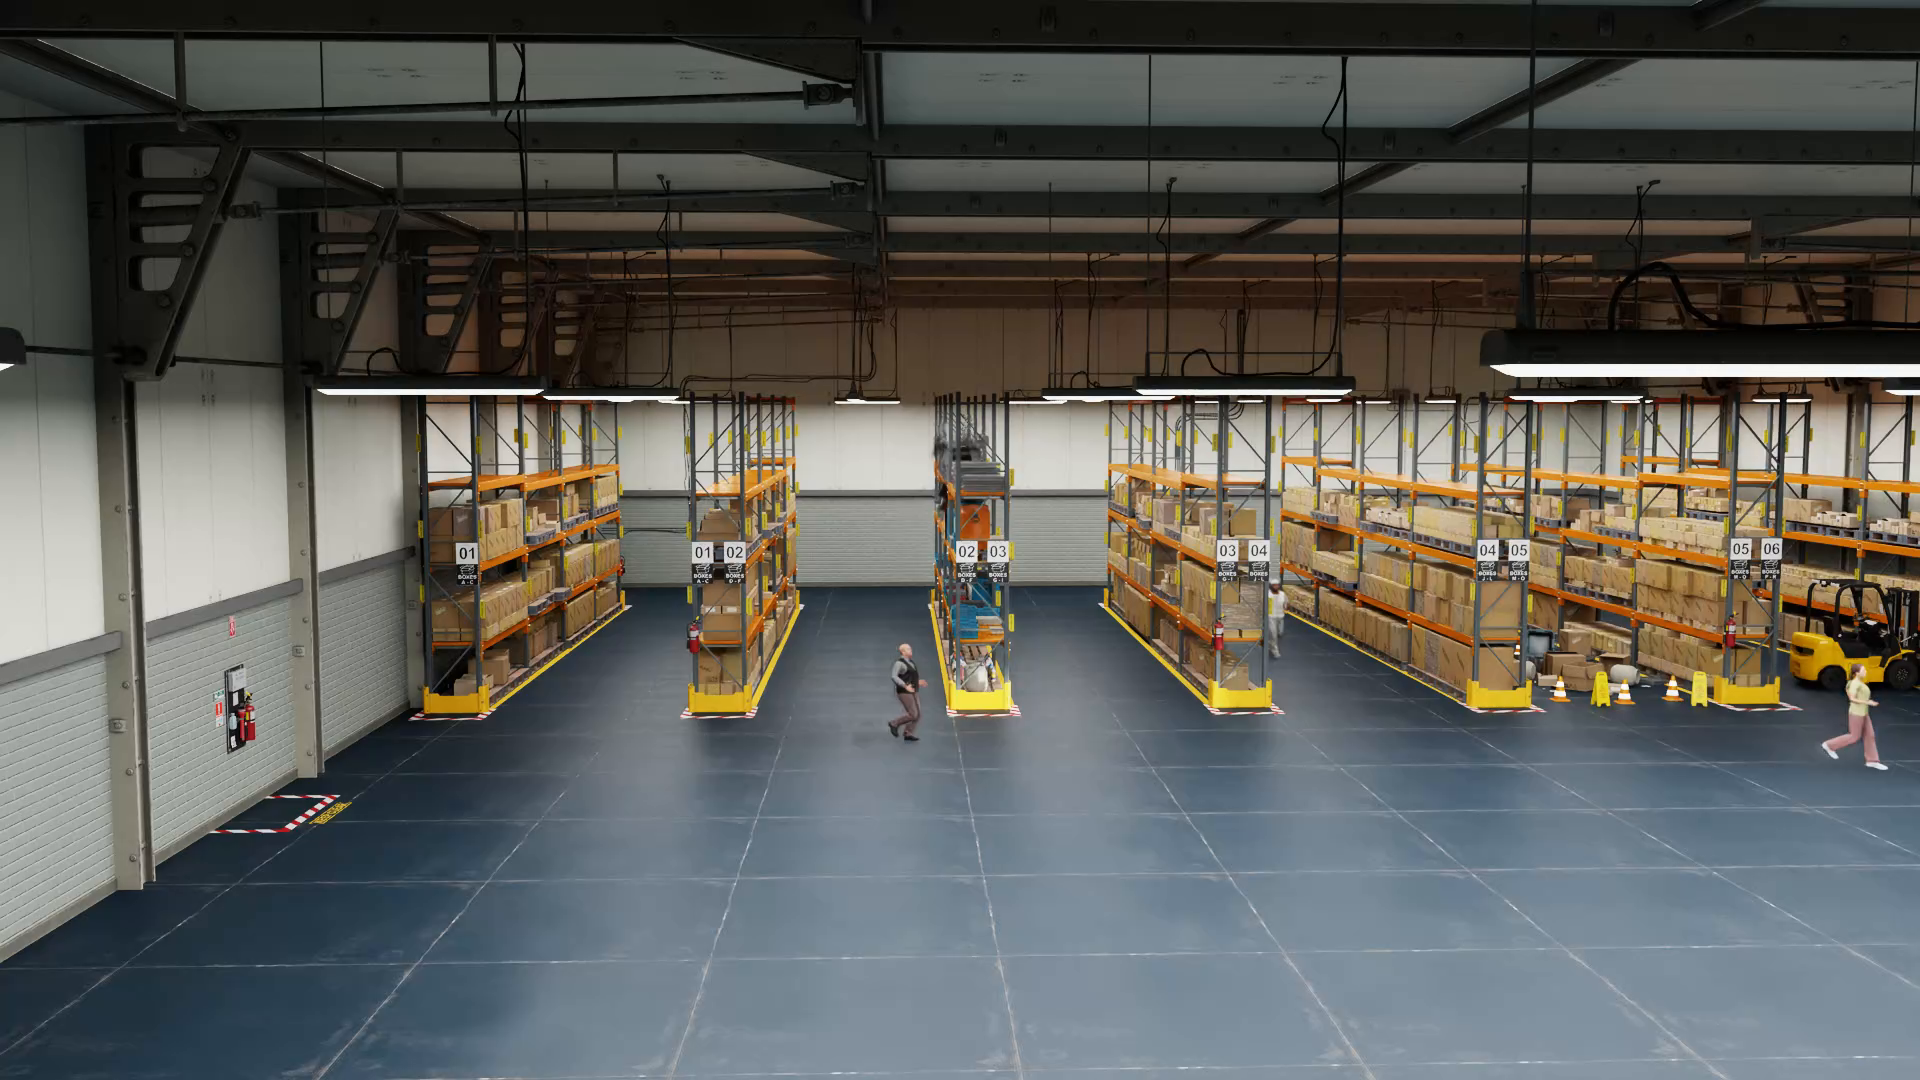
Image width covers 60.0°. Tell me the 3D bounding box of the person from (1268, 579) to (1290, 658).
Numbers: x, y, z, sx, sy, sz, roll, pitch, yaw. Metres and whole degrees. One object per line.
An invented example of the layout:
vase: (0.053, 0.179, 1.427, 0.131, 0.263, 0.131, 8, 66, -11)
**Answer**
person: (7.204, 1.774, 38.048, 0.693, 1.763, 0.986, -1, 5, -10)

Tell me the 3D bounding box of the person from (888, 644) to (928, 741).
person: (-0.903, 2.608, 28.441, 0.608, 1.672, 0.658, 2, 5, 22)

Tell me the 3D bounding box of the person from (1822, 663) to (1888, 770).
person: (14.208, 2.774, 26.352, 0.934, 1.664, 0.578, 4, 6, 38)
